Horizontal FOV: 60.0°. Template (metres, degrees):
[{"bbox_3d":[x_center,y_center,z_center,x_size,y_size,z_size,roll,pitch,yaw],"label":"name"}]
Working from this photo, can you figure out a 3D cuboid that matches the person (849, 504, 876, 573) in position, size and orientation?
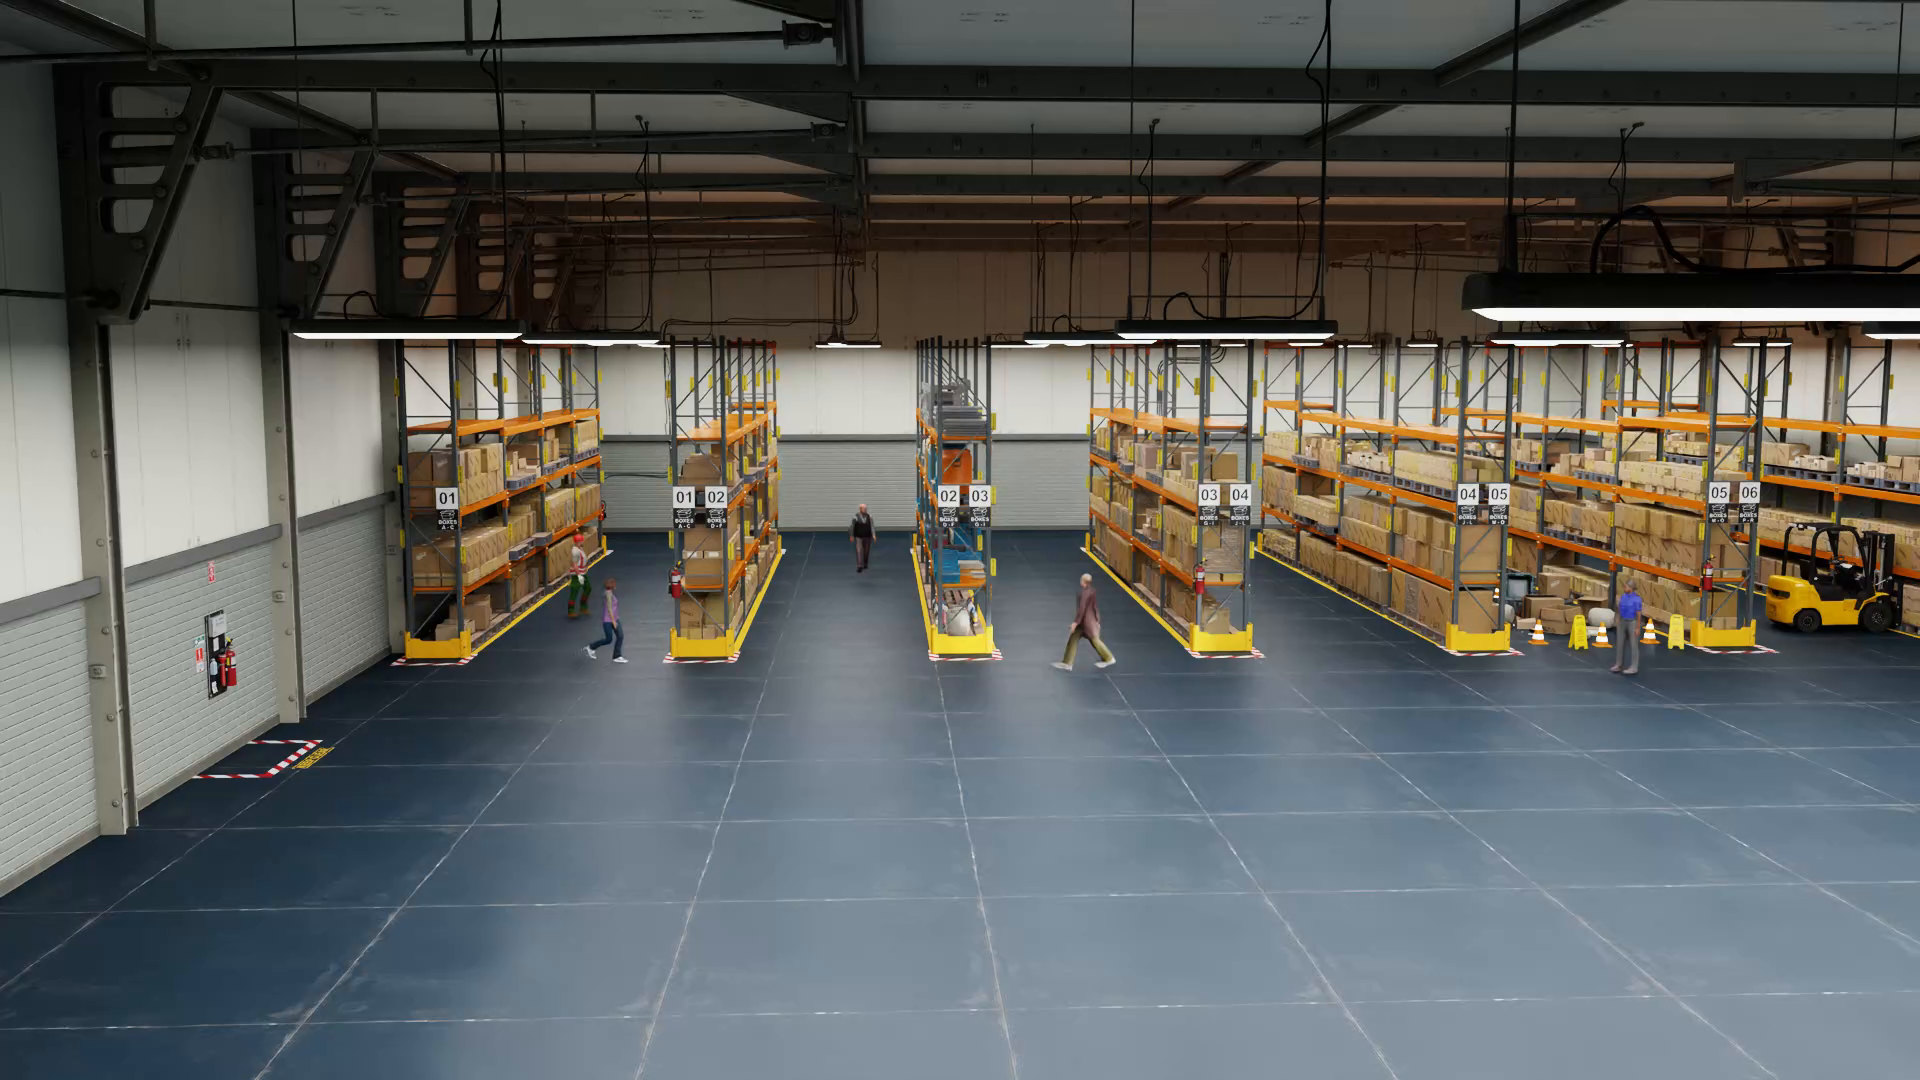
[{"bbox_3d":[-2.401,-0.055,41.046,0.649,1.677,1.031,-1,7,-5],"label":"person"}]

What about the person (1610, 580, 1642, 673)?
[{"bbox_3d":[11.864,1.532,29.585,0.385,1.661,0.507,-5,8,-35],"label":"person"}]

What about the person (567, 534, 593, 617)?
[{"bbox_3d":[-8.219,0.773,35.936,0.468,1.812,0.687,1,7,10],"label":"person"}]

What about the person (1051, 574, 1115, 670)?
[{"bbox_3d":[2.224,1.471,29.846,1.082,1.740,0.511,-3,7,-25],"label":"person"}]

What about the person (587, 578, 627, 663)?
[{"bbox_3d":[-6.481,1.481,30.531,0.723,1.555,0.384,2,7,18],"label":"person"}]
